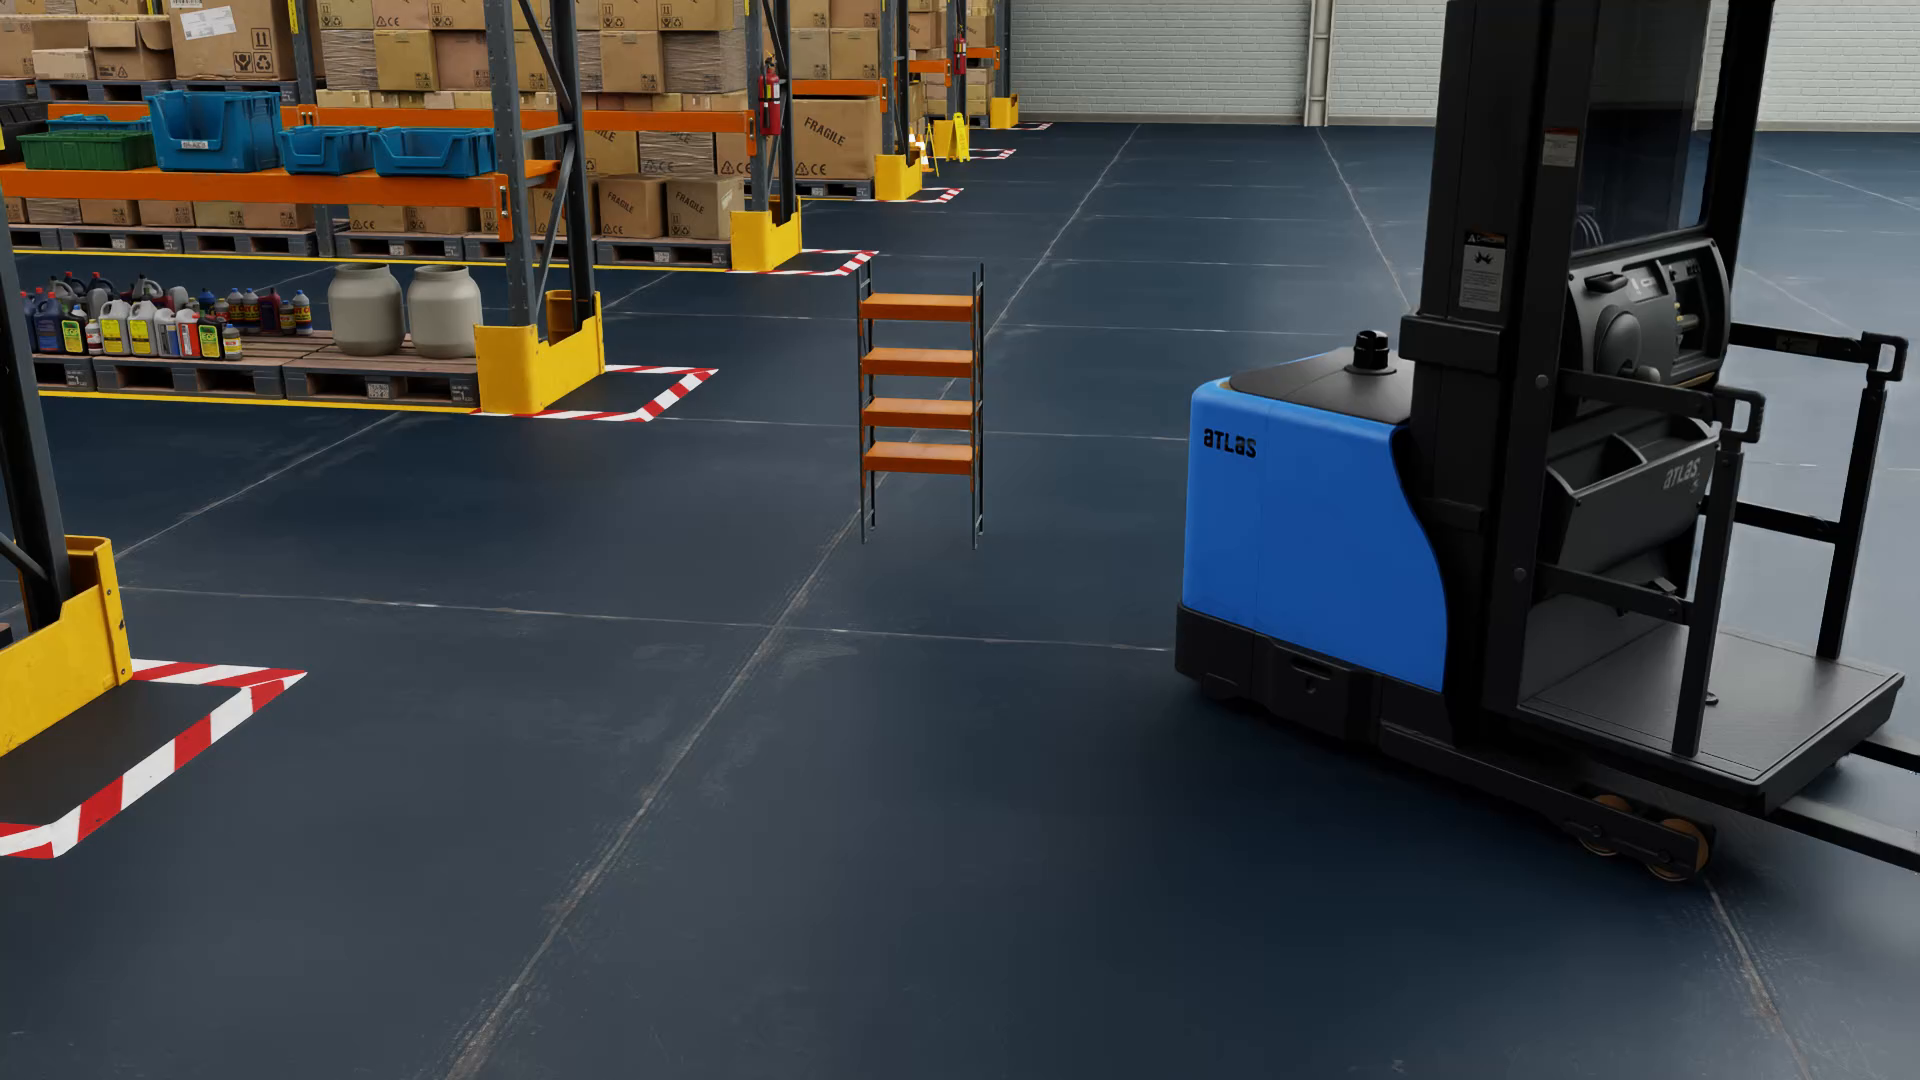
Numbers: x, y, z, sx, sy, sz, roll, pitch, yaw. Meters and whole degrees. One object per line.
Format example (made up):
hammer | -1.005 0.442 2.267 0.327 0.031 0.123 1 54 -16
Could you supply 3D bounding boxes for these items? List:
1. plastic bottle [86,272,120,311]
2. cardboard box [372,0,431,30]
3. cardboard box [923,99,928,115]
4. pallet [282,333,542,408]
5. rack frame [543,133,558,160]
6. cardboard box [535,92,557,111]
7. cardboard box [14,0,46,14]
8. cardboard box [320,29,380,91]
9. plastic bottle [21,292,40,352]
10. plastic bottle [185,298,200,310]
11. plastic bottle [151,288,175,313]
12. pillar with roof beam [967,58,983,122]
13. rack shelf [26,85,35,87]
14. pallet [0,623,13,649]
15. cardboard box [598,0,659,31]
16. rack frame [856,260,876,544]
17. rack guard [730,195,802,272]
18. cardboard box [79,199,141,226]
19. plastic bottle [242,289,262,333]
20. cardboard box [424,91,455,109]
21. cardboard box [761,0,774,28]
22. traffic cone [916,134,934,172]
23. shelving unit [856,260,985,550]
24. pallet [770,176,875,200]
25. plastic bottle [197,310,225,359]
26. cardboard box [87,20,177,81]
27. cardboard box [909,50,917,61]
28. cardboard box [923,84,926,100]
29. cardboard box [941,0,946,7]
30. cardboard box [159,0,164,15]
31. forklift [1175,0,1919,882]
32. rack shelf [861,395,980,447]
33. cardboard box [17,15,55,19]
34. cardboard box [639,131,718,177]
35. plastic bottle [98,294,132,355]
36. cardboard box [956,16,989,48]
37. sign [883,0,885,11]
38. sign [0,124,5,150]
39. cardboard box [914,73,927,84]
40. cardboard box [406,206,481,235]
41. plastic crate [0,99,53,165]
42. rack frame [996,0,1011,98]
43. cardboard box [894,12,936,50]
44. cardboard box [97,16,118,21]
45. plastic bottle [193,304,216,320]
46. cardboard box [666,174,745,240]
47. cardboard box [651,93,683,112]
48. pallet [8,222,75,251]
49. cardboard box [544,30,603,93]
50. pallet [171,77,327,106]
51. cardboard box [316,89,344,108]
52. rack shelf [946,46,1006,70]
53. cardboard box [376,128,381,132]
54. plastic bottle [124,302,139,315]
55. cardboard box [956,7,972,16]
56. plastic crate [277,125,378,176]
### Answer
plastic bottle | -5.482 -1.535 10.644 0.185 0.351 0.144 2 19 6
cardboard box | -4.669 -4.622 14.186 0.500 0.500 0.500 3 19 9
cardboard box | -0.758 -7.420 28.424 0.500 0.250 0.500 3 19 9
pallet | -3.287 -1.042 10.085 1.213 0.211 1.003 3 19 9
rack frame | -4.681 -5.635 19.416 0.127 3.000 1.000 3 19 9
cardboard box | -3.430 -3.758 14.202 0.250 0.149 0.380 3 19 9
cardboard box | -13.901 -8.131 25.142 0.500 0.500 0.500 3 19 9
cardboard box | -5.133 -4.232 14.598 0.500 0.500 0.875 3 19 9
plastic bottle | -5.622 -1.316 9.990 0.185 0.351 0.144 3 19 10
plastic bottle | -4.882 -1.441 10.599 0.097 0.201 0.097 0 18 0
plastic bottle | -5.019 -1.444 10.478 0.133 0.283 0.061 3 19 9
pillar with roof beam | -0.490 -10.358 24.078 0.400 9.000 9.100 3 19 9
rack shelf | -10.605 -5.595 20.433 4.000 0.370 1.077 3 19 9
pallet | -3.955 0.516 5.429 1.213 0.211 1.003 3 19 9
cardboard box | -2.695 -4.521 13.885 0.500 0.500 0.500 3 19 9
rack frame | -0.404 -0.590 7.174 0.015 1.200 0.240 3 19 9
rack guard | -1.693 -2.703 14.593 0.348 0.500 1.175 3 19 9
cardboard box | -7.741 -3.233 15.483 0.500 0.500 0.700 5 19 13
plastic bottle | -4.483 -1.454 10.527 0.097 0.271 0.097 0 18 0
cardboard box | -4.418 -3.806 14.347 0.250 0.149 0.380 3 19 9
cardboard box | -2.181 -6.117 18.919 0.550 0.550 0.875 3 19 9
traffic cone | -0.516 -5.039 21.633 0.334 0.463 0.336 3 19 9
shelving unit | -0.163 -0.577 7.138 0.503 1.200 0.258 3 19 9
pallet | -1.533 -4.127 19.304 1.213 0.211 1.003 3 19 9
plastic bottle | -4.405 -1.209 9.775 0.133 0.283 0.061 3 19 10
cardboard box | -7.294 -4.392 14.878 0.637 0.503 0.797 5 19 14
cardboard box | -0.717 -6.800 23.294 0.250 0.149 0.380 3 19 8
cardboard box | -0.799 -7.651 28.327 0.500 0.250 0.500 2 19 7
cardboard box | -0.161 -9.000 27.825 0.250 0.149 0.380 3 19 10
cardboard box | -12.326 -8.215 25.393 0.500 0.500 0.500 3 19 9
forklift | 2.119 -0.644 4.610 1.130 2.935 3.031 -17 25 -41
rack shelf | -0.163 -0.514 7.159 0.480 0.148 0.258 3 19 9
cardboard box | -10.987 -6.171 19.815 0.250 0.149 0.380 4 19 11
cardboard box | -3.180 -4.728 19.394 0.875 0.875 0.875 3 19 9
plastic bottle | -5.016 -1.285 9.898 0.185 0.351 0.144 3 19 8
cardboard box | 0.210 -8.534 27.925 0.500 0.500 0.500 3 19 7
sign | -0.831 -5.925 18.087 0.005 0.325 0.100 3 19 9
sign | -3.099 -1.403 5.279 0.005 0.325 0.100 3 19 9
cardboard box | -0.771 -7.885 28.239 0.500 0.250 0.500 3 19 9
cardboard box | -4.612 -3.040 14.940 0.500 0.500 0.500 9 21 26
plastic crate | -5.856 -2.439 9.962 0.504 0.338 0.767 3 19 9
rack frame | 0.738 -8.544 28.113 0.127 3.000 1.000 3 19 9
cardboard box | -0.626 -7.119 23.225 0.500 0.500 0.500 3 19 8
cardboard box | -9.957 -6.118 19.657 0.250 0.149 0.380 3 19 10
plastic bottle | -4.515 -1.263 9.938 0.133 0.283 0.061 3 19 9
cardboard box | -2.232 -2.935 14.625 0.500 0.500 0.500 7 20 19
cardboard box | -2.434 -3.724 14.102 0.250 0.149 0.380 3 19 9
pallet | -8.745 -2.925 15.712 1.213 0.211 1.003 3 19 9
cardboard box | -3.156 -4.136 14.309 0.500 0.500 0.875 3 19 9
pallet | -6.299 -4.079 15.069 1.213 0.211 1.003 3 19 9
cardboard box | -5.403 -3.862 14.513 0.250 0.149 0.380 3 19 9
rack shelf | -1.237 -8.304 28.527 4.000 0.370 1.077 3 19 9
cardboard box | -7.179 -4.866 20.004 0.750 0.750 1.050 3 19 9
plastic bottle | -5.017 -1.297 10.052 0.135 0.276 0.152 3 19 9
cardboard box | 0.094 -8.833 27.794 0.250 0.149 0.380 3 19 10
plastic crate | -3.585 -2.228 9.470 0.408 0.251 0.499 3 19 9
